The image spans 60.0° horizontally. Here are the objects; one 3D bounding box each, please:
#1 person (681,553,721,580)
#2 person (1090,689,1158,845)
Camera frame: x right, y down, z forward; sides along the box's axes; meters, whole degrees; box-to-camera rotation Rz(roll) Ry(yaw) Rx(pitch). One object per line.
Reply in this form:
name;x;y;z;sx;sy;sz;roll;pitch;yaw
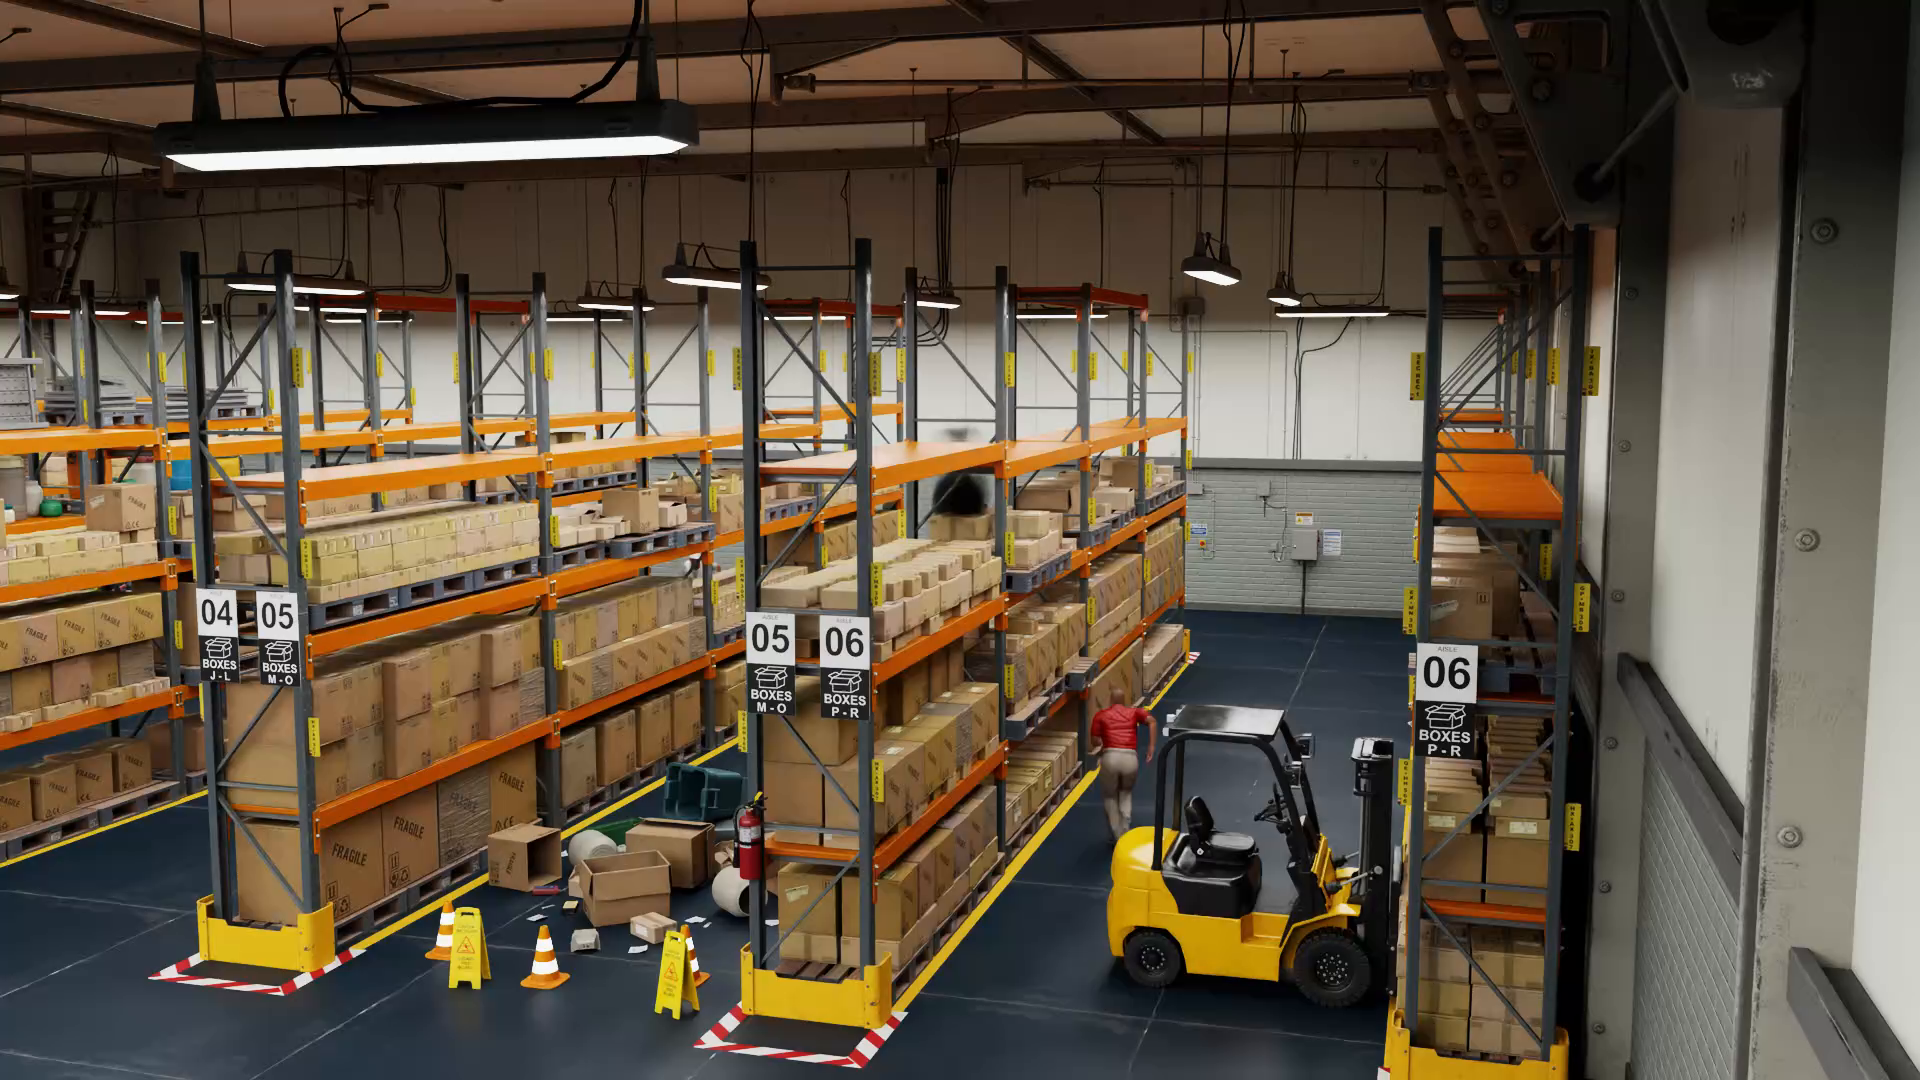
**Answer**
person;-4.779;0.950;30.668;0.707;1.587;0.828;1;6;7
person;1.748;2.404;17.780;0.703;1.563;0.897;0;6;2
